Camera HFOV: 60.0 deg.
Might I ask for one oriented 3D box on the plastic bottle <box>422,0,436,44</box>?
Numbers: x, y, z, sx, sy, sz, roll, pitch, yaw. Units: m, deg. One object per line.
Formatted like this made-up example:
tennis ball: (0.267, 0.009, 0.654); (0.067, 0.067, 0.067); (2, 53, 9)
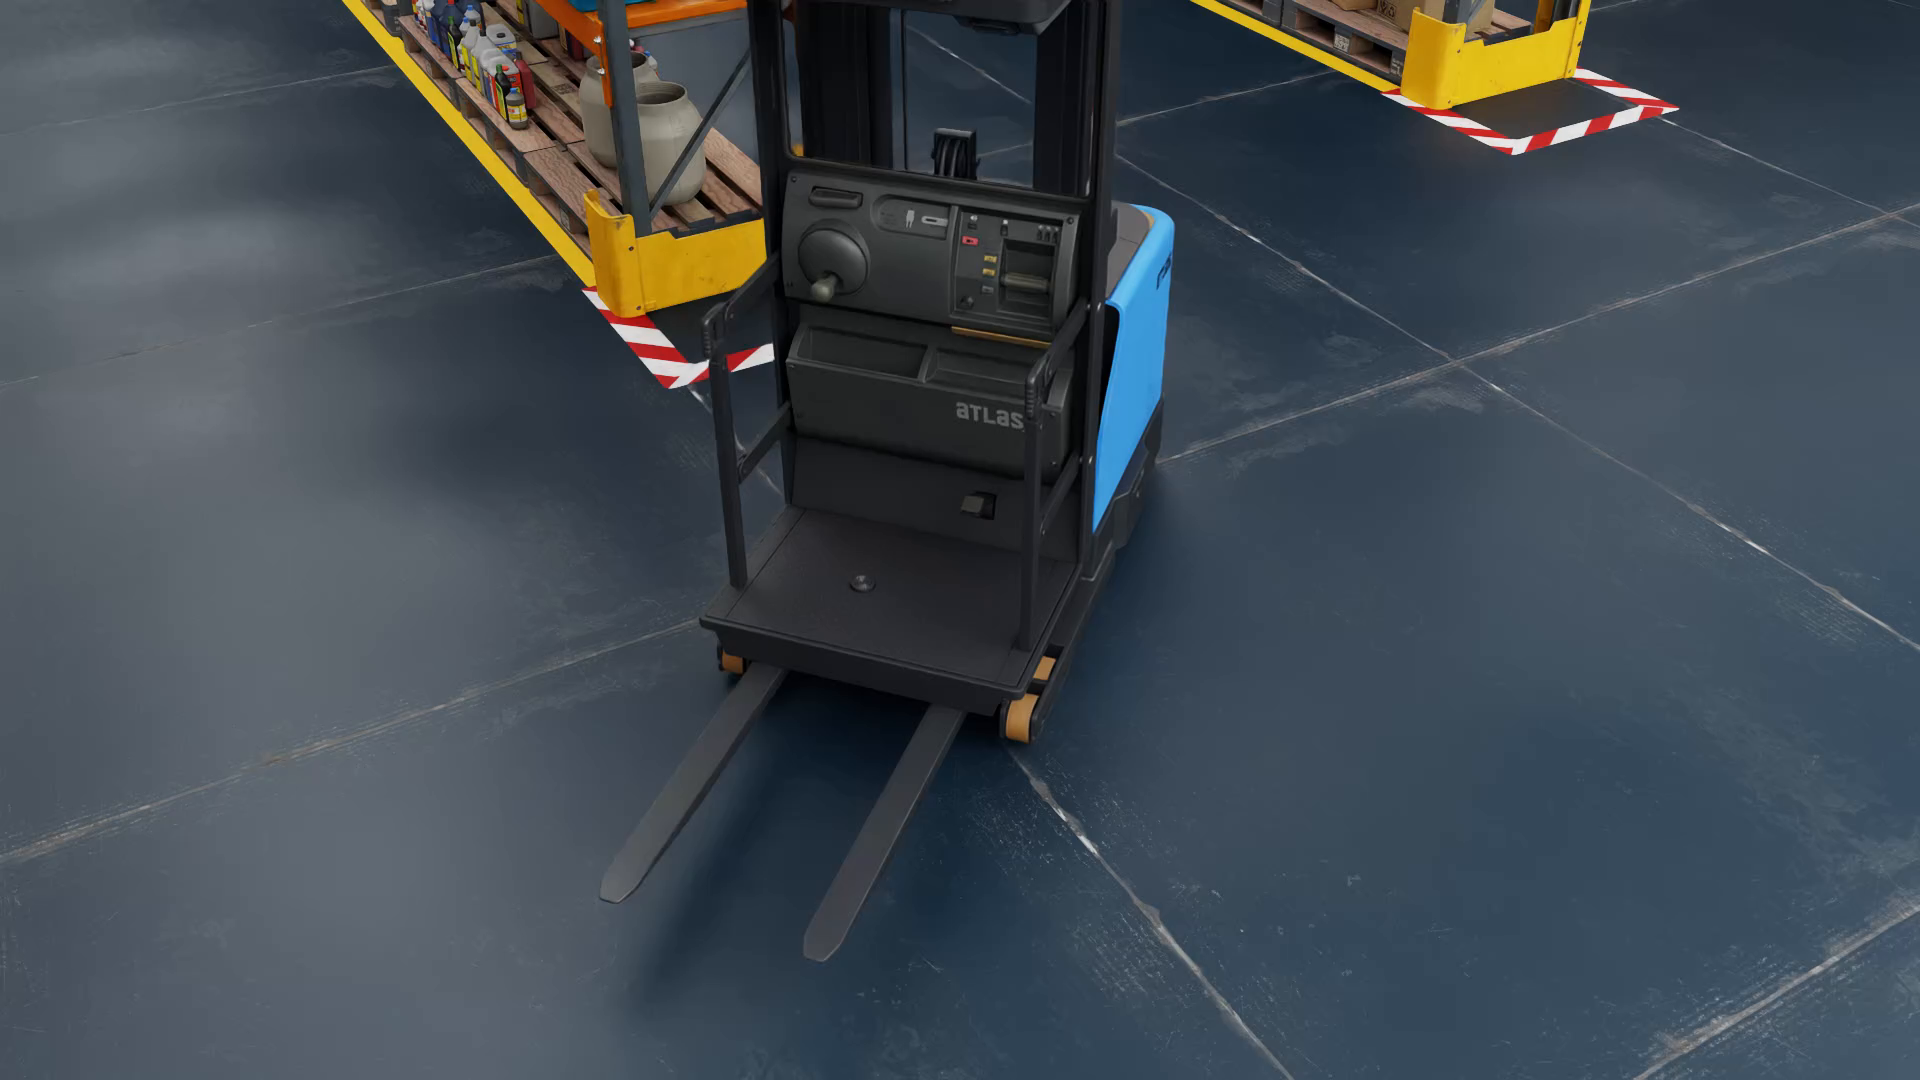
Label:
plastic bottle: (-3.106, -3.122, 9.917); (0.152, 0.276, 0.135); (-17, 40, -22)

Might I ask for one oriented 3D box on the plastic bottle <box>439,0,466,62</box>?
plastic bottle: (-2.932, -2.970, 9.647); (0.144, 0.351, 0.185); (-21, 41, -26)

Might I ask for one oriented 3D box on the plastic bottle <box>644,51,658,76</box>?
plastic bottle: (-1.705, -2.546, 9.133); (0.097, 0.271, 0.097); (0, 36, 0)

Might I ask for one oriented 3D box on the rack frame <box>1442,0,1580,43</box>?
rack frame: (3.219, -3.921, 9.075); (1.000, 3.000, 0.127); (-19, 40, -24)

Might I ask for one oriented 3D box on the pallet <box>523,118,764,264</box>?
pallet: (-1.546, -1.768, 8.492); (1.003, 0.211, 1.213); (-19, 40, -24)

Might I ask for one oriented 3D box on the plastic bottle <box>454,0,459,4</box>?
plastic bottle: (-3.014, -3.157, 9.959); (0.061, 0.283, 0.133); (-19, 40, -24)

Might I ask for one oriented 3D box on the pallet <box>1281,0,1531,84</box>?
pallet: (2.803, -3.258, 10.532); (1.003, 0.211, 1.213); (-19, 40, -24)

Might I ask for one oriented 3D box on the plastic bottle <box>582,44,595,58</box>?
plastic bottle: (-2.163, -2.981, 9.725); (0.152, 0.276, 0.135); (-18, 40, -23)

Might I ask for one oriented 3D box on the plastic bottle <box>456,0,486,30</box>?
plastic bottle: (-2.902, -3.109, 9.837); (0.144, 0.351, 0.185); (-19, 40, -24)

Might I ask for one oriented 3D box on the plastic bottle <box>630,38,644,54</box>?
plastic bottle: (-1.803, -2.672, 9.295); (0.061, 0.283, 0.133); (-18, 40, -23)

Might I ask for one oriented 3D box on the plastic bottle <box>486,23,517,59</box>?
plastic bottle: (-2.603, -2.780, 9.449); (0.152, 0.276, 0.135); (-19, 40, -24)

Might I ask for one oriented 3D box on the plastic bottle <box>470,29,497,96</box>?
plastic bottle: (-2.625, -2.659, 9.220); (0.144, 0.351, 0.185); (-17, 40, -22)

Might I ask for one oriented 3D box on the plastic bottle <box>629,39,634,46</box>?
plastic bottle: (-1.877, -2.721, 9.372); (0.097, 0.271, 0.097); (0, 36, 0)

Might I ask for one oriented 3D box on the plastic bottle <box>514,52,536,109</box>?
plastic bottle: (-2.376, -2.509, 9.072); (0.061, 0.283, 0.133); (-19, 40, -24)

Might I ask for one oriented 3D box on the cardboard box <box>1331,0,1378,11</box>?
cardboard box: (2.590, -3.699, 10.535); (0.500, 0.500, 0.500); (-9, 37, -12)

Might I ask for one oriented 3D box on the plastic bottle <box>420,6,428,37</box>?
plastic bottle: (-3.190, -3.145, 10.012); (0.097, 0.201, 0.097); (0, 36, 0)

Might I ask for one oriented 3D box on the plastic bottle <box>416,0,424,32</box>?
plastic bottle: (-3.241, -3.197, 10.083); (0.097, 0.201, 0.097); (0, 36, 0)

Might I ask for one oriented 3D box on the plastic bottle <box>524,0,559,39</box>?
plastic bottle: (-2.519, -3.173, 9.988); (0.152, 0.276, 0.135); (-19, 40, -24)

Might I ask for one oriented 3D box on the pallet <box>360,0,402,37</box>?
pallet: (-3.501, -3.756, 11.214); (1.003, 0.211, 1.213); (-19, 40, -24)

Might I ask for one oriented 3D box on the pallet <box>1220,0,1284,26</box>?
pallet: (2.194, -3.880, 11.383); (1.003, 0.211, 1.213); (-19, 40, -24)

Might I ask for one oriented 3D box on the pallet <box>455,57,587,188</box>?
pallet: (-2.155, -2.389, 9.343); (1.003, 0.211, 1.213); (-19, 40, -24)

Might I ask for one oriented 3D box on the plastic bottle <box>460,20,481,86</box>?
plastic bottle: (-2.718, -2.754, 9.350); (0.144, 0.351, 0.185); (-19, 40, -24)

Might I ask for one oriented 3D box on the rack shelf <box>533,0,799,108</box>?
rack shelf: (-2.068, -3.183, 8.675); (1.077, 0.370, 4.000); (-19, 40, -24)

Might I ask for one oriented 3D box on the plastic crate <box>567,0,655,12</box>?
plastic crate: (-1.574, -2.560, 7.338); (0.499, 0.251, 0.616); (-19, 40, -24)

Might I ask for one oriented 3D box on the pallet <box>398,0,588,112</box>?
pallet: (-2.772, -3.012, 10.195); (1.003, 0.211, 1.213); (-19, 40, -24)

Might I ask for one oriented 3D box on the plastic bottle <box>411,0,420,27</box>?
plastic bottle: (-3.292, -3.277, 10.133); (0.097, 0.271, 0.097); (0, 36, 0)

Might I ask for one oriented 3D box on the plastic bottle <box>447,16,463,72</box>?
plastic bottle: (-2.885, -2.847, 9.534); (0.061, 0.283, 0.133); (-17, 39, -22)

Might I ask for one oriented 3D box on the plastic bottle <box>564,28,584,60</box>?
plastic bottle: (-2.255, -2.952, 9.679); (0.061, 0.283, 0.133); (-19, 40, -24)

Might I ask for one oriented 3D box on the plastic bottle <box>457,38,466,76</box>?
plastic bottle: (-2.810, -2.759, 9.483); (0.097, 0.201, 0.097); (0, 36, 0)

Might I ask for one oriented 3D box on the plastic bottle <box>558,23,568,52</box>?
plastic bottle: (-2.317, -3.025, 9.778); (0.061, 0.283, 0.133); (-19, 40, -24)

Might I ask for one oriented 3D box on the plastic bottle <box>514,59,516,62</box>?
plastic bottle: (-2.439, -2.562, 9.214); (0.097, 0.201, 0.097); (0, 36, 0)

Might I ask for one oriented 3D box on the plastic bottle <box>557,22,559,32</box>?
plastic bottle: (-2.404, -3.260, 10.044); (0.144, 0.351, 0.185); (-21, 41, -26)

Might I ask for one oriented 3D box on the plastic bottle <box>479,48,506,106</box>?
plastic bottle: (-2.538, -2.545, 9.128); (0.152, 0.276, 0.135); (-20, 41, -25)

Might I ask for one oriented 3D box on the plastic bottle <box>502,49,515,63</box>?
plastic bottle: (-2.542, -2.656, 9.343); (0.097, 0.201, 0.097); (0, 36, 0)

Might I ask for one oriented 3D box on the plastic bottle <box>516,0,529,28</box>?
plastic bottle: (-2.625, -3.315, 10.119); (0.144, 0.351, 0.185); (-19, 40, -24)

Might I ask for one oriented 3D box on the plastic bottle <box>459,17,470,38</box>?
plastic bottle: (-2.825, -2.874, 9.582); (0.097, 0.271, 0.097); (0, 36, 0)

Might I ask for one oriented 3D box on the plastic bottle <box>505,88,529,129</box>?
plastic bottle: (-2.365, -2.308, 8.866); (0.097, 0.201, 0.097); (0, 36, 0)

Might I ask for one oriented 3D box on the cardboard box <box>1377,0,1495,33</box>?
cardboard box: (2.920, -3.405, 10.132); (0.500, 0.500, 0.500); (-12, 38, -16)

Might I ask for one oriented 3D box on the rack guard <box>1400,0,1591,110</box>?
rack guard: (3.181, -2.950, 9.866); (1.175, 0.500, 0.348); (-19, 40, -24)

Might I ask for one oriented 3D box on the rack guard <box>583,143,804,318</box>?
rack guard: (-1.142, -1.469, 7.837); (1.175, 0.500, 0.348); (-19, 40, -24)

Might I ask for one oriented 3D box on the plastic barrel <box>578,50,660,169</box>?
plastic barrel: (-1.712, -2.187, 8.454); (0.421, 0.512, 0.421); (0, 36, 0)

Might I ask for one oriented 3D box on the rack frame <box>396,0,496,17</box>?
rack frame: (-3.073, -4.493, 9.859); (1.000, 3.000, 0.127); (-19, 40, -24)

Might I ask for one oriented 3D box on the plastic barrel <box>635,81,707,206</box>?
plastic barrel: (-1.460, -1.931, 8.104); (0.421, 0.512, 0.421); (0, 36, 0)

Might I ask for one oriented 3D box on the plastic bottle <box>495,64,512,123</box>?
plastic bottle: (-2.440, -2.395, 8.916); (0.061, 0.283, 0.133); (-18, 40, -23)

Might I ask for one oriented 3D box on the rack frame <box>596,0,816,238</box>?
rack frame: (-1.064, -2.453, 7.066); (1.000, 3.000, 0.127); (-19, 40, -24)

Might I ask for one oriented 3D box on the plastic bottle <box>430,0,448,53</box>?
plastic bottle: (-3.026, -3.067, 9.778); (0.144, 0.351, 0.185); (-18, 40, -23)

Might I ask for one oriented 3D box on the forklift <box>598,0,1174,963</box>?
forklift: (-0.170, -0.804, 4.866); (1.130, 2.935, 3.031); (12, 38, 16)

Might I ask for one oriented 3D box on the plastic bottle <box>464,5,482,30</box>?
plastic bottle: (-2.849, -2.996, 9.750); (0.097, 0.271, 0.097); (0, 36, 0)

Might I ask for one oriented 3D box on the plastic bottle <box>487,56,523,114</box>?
plastic bottle: (-2.468, -2.474, 9.031); (0.152, 0.276, 0.135); (-19, 40, -24)
